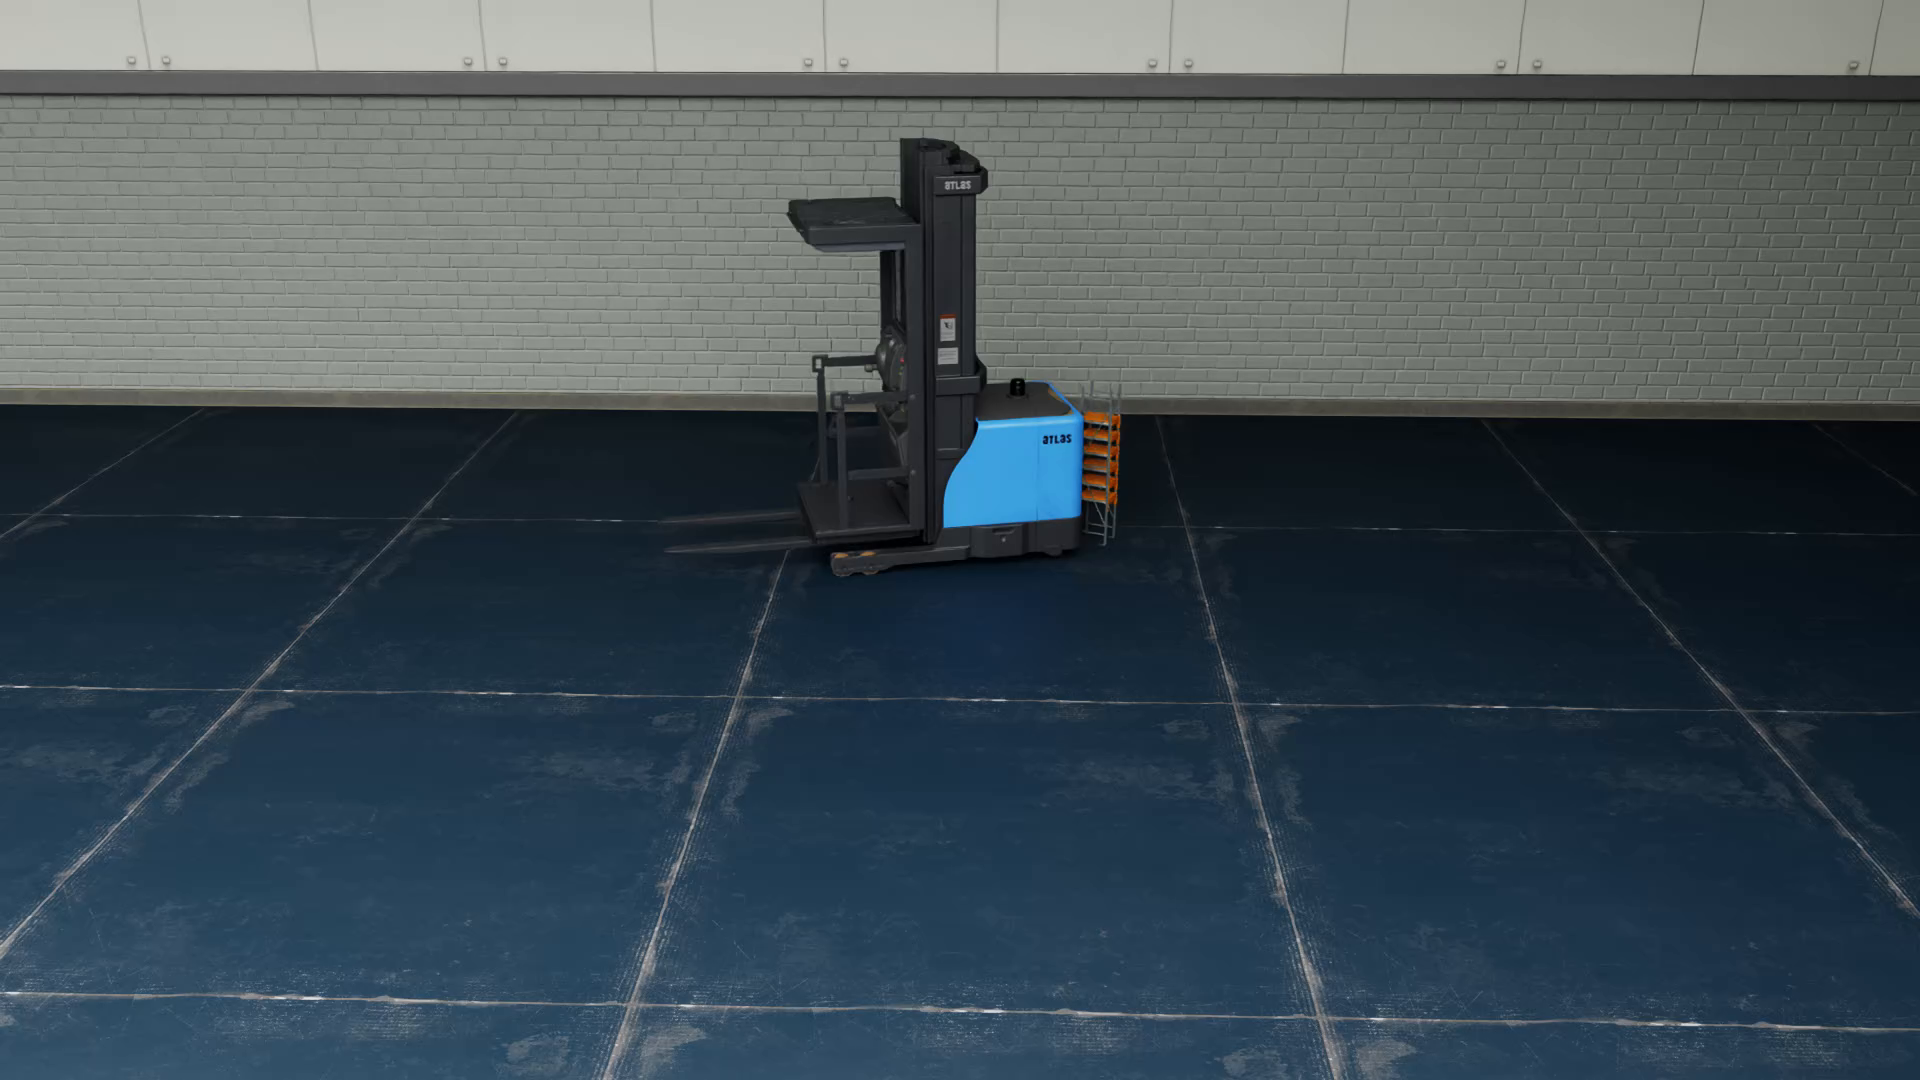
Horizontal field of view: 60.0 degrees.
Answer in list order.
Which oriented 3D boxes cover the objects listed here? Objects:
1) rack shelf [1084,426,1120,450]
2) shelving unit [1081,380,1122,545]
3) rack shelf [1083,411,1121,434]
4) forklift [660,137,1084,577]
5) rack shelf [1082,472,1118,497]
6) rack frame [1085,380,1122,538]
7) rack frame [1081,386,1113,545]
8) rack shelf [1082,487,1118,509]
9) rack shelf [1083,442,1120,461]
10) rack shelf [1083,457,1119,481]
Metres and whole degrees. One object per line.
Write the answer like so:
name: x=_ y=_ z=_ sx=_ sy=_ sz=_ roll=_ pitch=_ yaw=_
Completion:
rack shelf: x=1.030 y=-0.752 z=12.264 sx=0.258 sy=0.103 sz=0.180 roll=10 pitch=22 yaw=23
shelving unit: x=1.028 y=-0.569 z=12.332 sx=0.258 sy=1.200 sz=0.189 roll=10 pitch=22 yaw=23
rack shelf: x=1.031 y=-0.865 z=12.222 sx=0.258 sy=0.103 sz=0.180 roll=10 pitch=22 yaw=23
forklift: x=-0.669 y=-1.309 z=11.852 sx=3.031 sy=2.935 sz=1.130 roll=-5 pitch=22 yaw=-11
rack shelf: x=1.027 y=-0.415 z=12.389 sx=0.258 sy=0.103 sz=0.180 roll=10 pitch=22 yaw=23
rack frame: x=1.067 y=-0.597 z=12.409 sx=0.240 sy=1.200 sz=0.006 roll=10 pitch=22 yaw=23
rack frame: x=0.989 y=-0.540 z=12.254 sx=0.240 sy=1.200 sz=0.006 roll=10 pitch=22 yaw=23
rack shelf: x=1.026 y=-0.302 z=12.430 sx=0.258 sy=0.103 sz=0.180 roll=10 pitch=22 yaw=23
rack shelf: x=1.029 y=-0.640 z=12.305 sx=0.258 sy=0.103 sz=0.180 roll=10 pitch=22 yaw=23
rack shelf: x=1.028 y=-0.527 z=12.347 sx=0.258 sy=0.103 sz=0.180 roll=10 pitch=22 yaw=23
